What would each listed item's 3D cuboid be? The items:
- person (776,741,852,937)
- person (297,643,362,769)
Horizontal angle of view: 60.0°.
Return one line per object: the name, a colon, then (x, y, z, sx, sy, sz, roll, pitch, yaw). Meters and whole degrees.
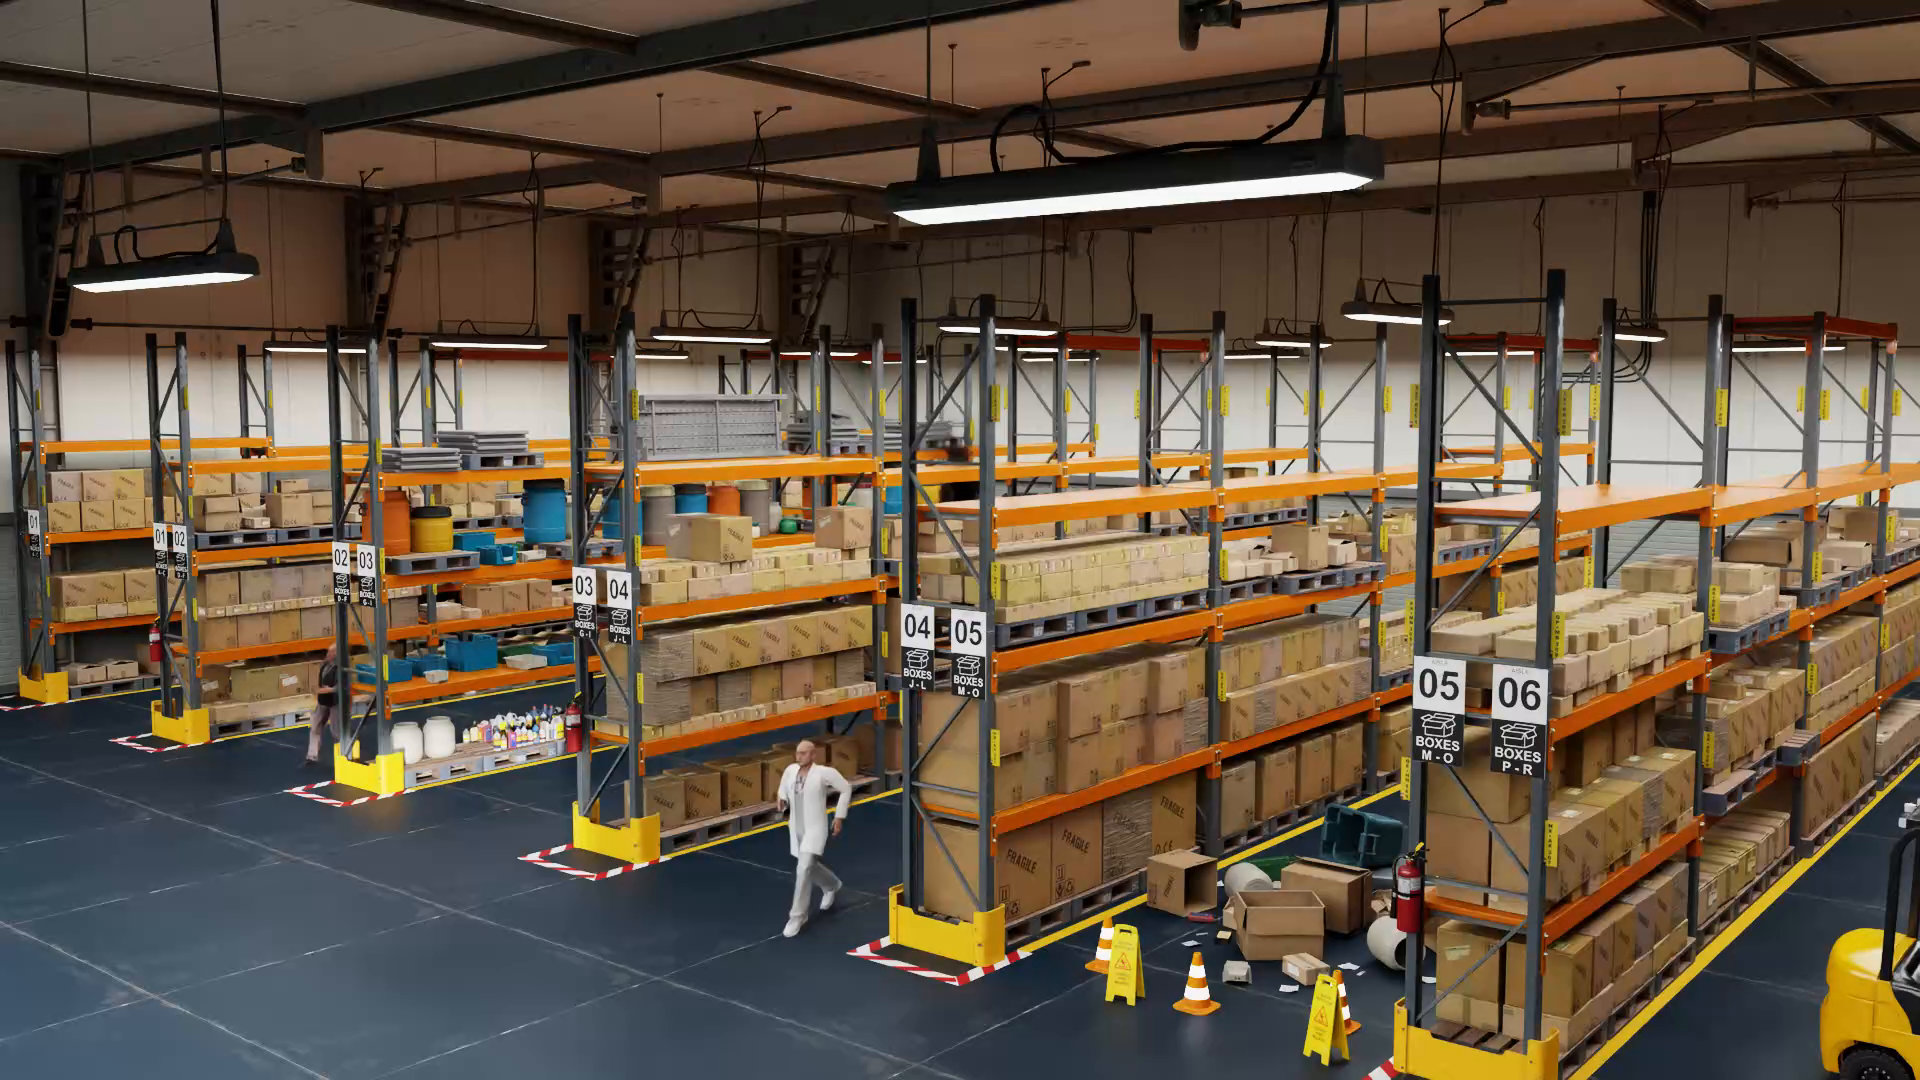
person: (-1.459, 2.830, 16.161, 0.741, 1.799, 1.020, 3, 6, 32)
person: (-8.557, 2.250, 22.748, 0.687, 1.692, 0.968, 3, 6, 29)
